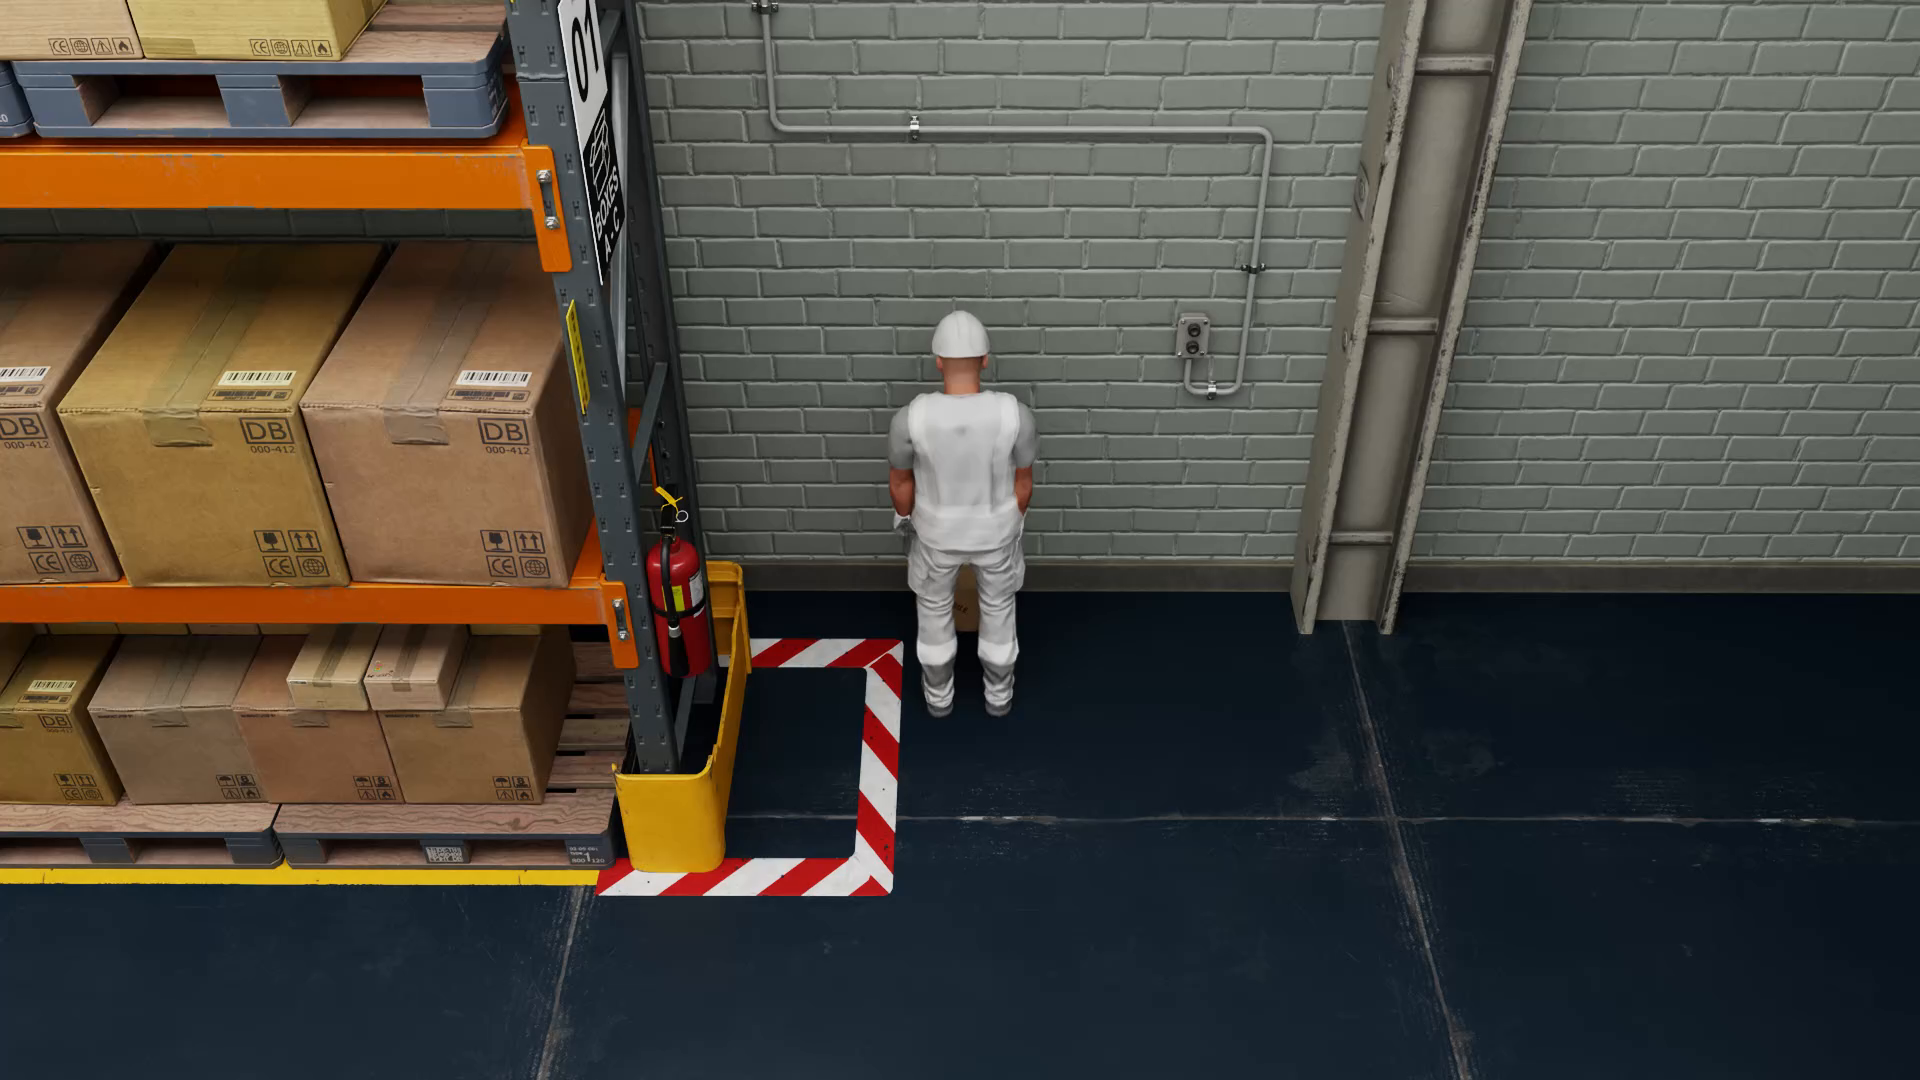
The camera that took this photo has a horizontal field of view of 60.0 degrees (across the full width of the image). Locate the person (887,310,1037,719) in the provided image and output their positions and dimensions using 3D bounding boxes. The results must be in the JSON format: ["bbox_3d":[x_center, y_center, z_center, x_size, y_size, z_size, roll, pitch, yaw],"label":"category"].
[{"bbox_3d":[0.006,-0.060,6.226,0.533,1.767,0.388,-1,39,-1],"label":"person"}]
